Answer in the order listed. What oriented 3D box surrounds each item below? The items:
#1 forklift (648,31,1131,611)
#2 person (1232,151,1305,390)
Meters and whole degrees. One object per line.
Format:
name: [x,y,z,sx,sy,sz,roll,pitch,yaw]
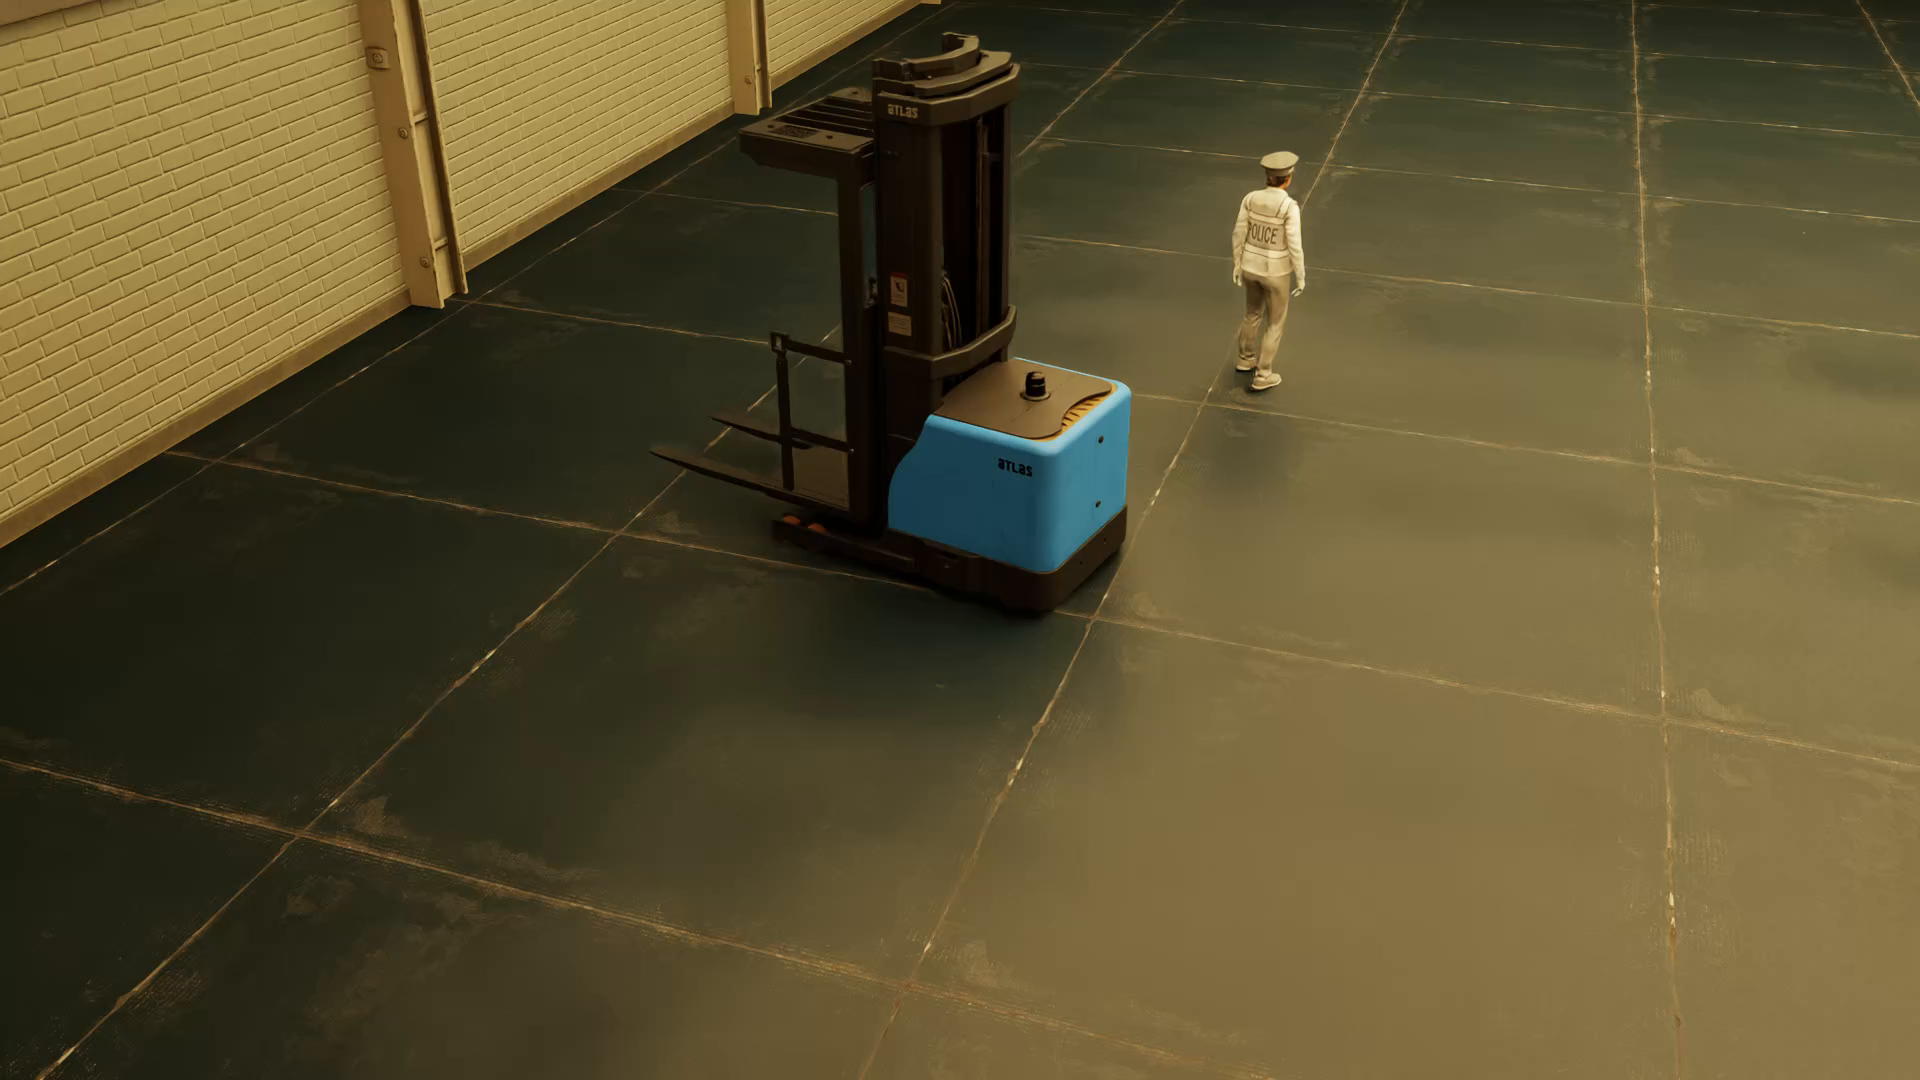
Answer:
forklift: [-0.536,-1.409,9.608,3.031,2.935,1.130,17,34,27]
person: [2.207,-1.896,11.781,0.560,1.692,0.458,26,39,37]
